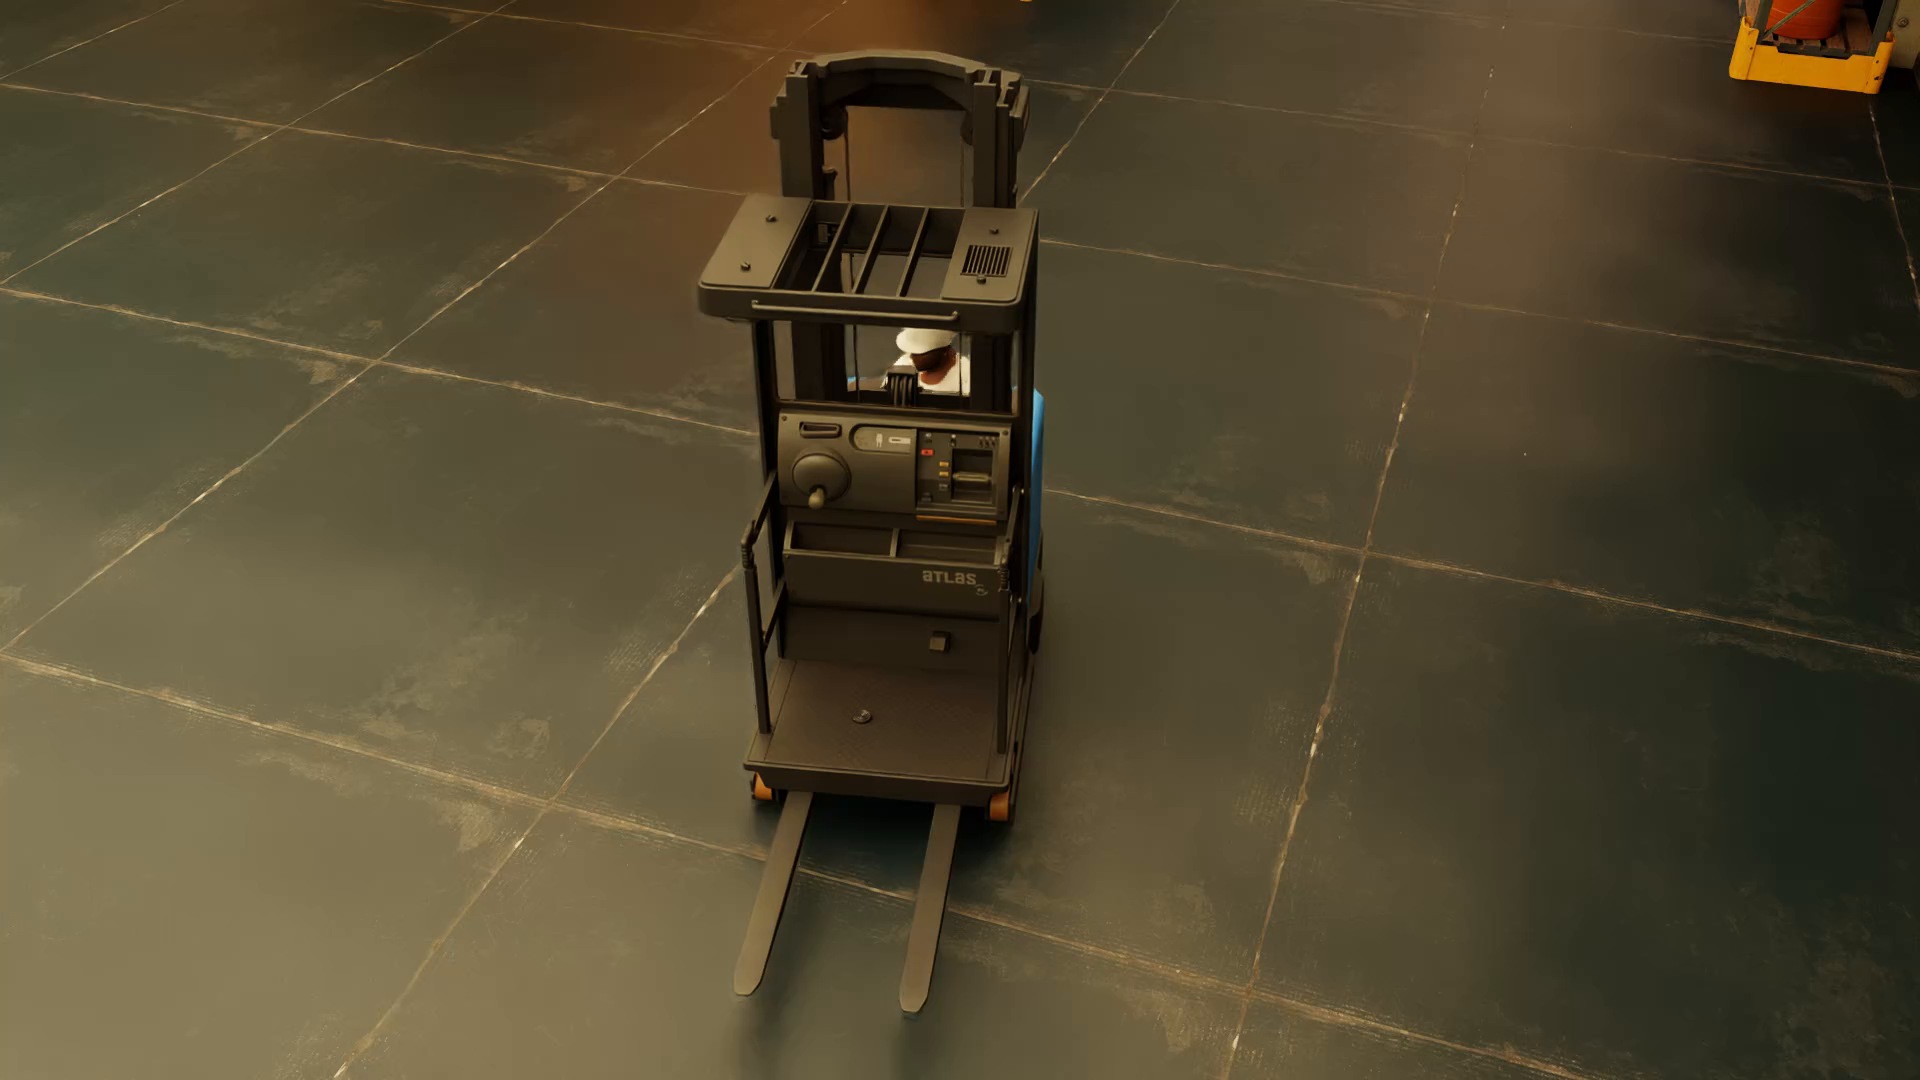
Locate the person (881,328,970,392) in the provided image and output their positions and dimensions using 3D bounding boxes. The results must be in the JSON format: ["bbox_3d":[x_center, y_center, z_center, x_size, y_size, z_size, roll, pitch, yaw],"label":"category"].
[{"bbox_3d":[-0.152,-0.250,7.618,0.583,1.735,0.826,-27,44,-33],"label":"person"}]

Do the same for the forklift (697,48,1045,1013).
[{"bbox_3d":[-0.288,-0.231,6.436,1.130,2.935,3.031,4,36,6],"label":"forklift"}]
